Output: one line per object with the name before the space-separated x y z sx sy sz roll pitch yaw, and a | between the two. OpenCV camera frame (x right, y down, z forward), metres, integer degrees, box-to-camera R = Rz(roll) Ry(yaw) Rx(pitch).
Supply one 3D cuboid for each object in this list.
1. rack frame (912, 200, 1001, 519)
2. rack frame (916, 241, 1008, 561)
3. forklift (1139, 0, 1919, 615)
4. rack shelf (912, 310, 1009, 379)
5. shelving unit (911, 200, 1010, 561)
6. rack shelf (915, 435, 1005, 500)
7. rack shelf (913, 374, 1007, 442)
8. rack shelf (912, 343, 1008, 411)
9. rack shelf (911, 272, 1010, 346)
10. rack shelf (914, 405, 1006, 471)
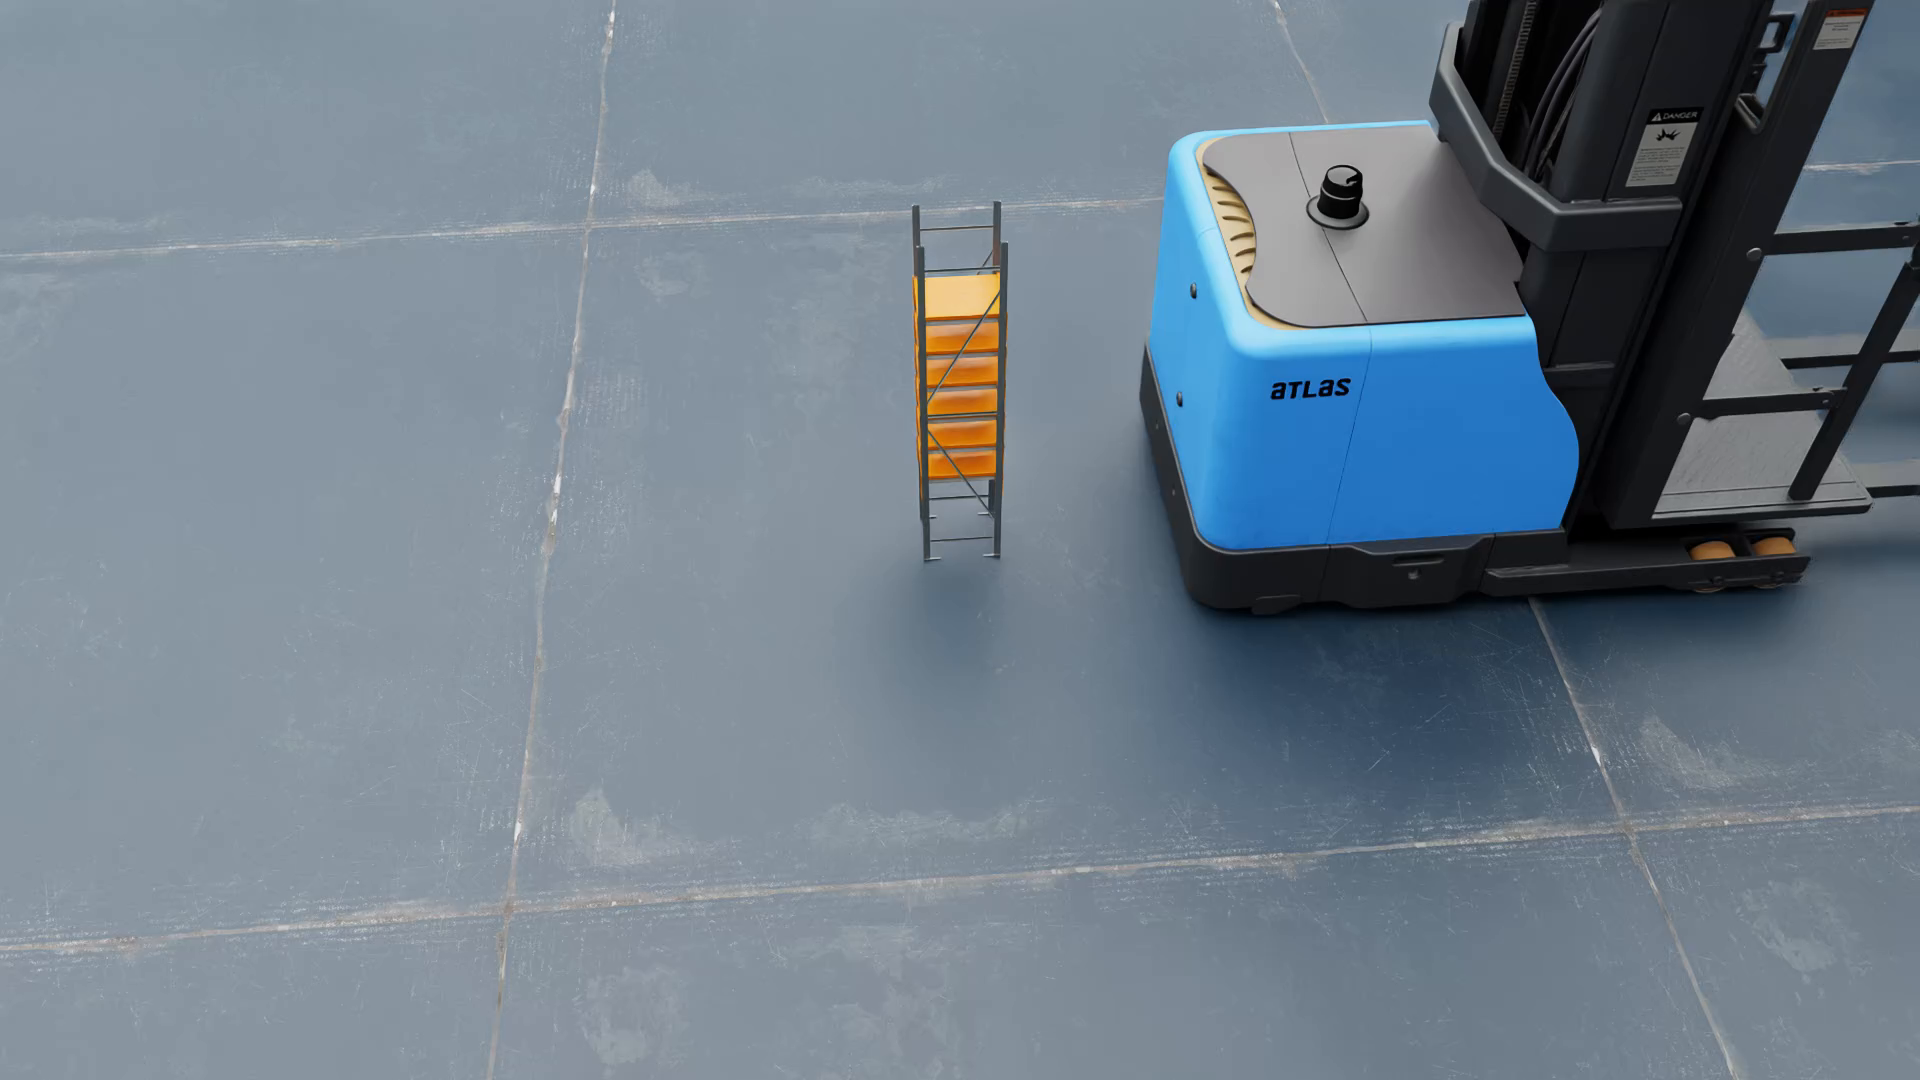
rack frame | -0.009 -0.489 4.887 0.240 1.200 0.006 -3 47 -3
rack frame | 0.006 -0.357 4.762 0.240 1.200 0.006 -3 47 -3
forklift | 2.152 -1.227 4.393 3.031 2.935 1.130 -4 47 -4
rack shelf | -0.001 -0.558 4.682 0.258 0.103 0.180 -3 47 -3
shelving unit | -0.001 -0.423 4.824 0.258 1.200 0.189 -3 47 -3
rack shelf | -0.001 -0.227 5.031 0.258 0.103 0.180 -3 47 -3
rack shelf | -0.001 -0.392 4.857 0.258 0.103 0.180 -3 47 -3
rack shelf | -0.001 -0.475 4.769 0.258 0.103 0.180 -3 47 -3
rack shelf | -0.001 -0.640 4.595 0.258 0.103 0.180 -3 47 -3
rack shelf | -0.001 -0.310 4.944 0.258 0.103 0.180 -3 47 -3
